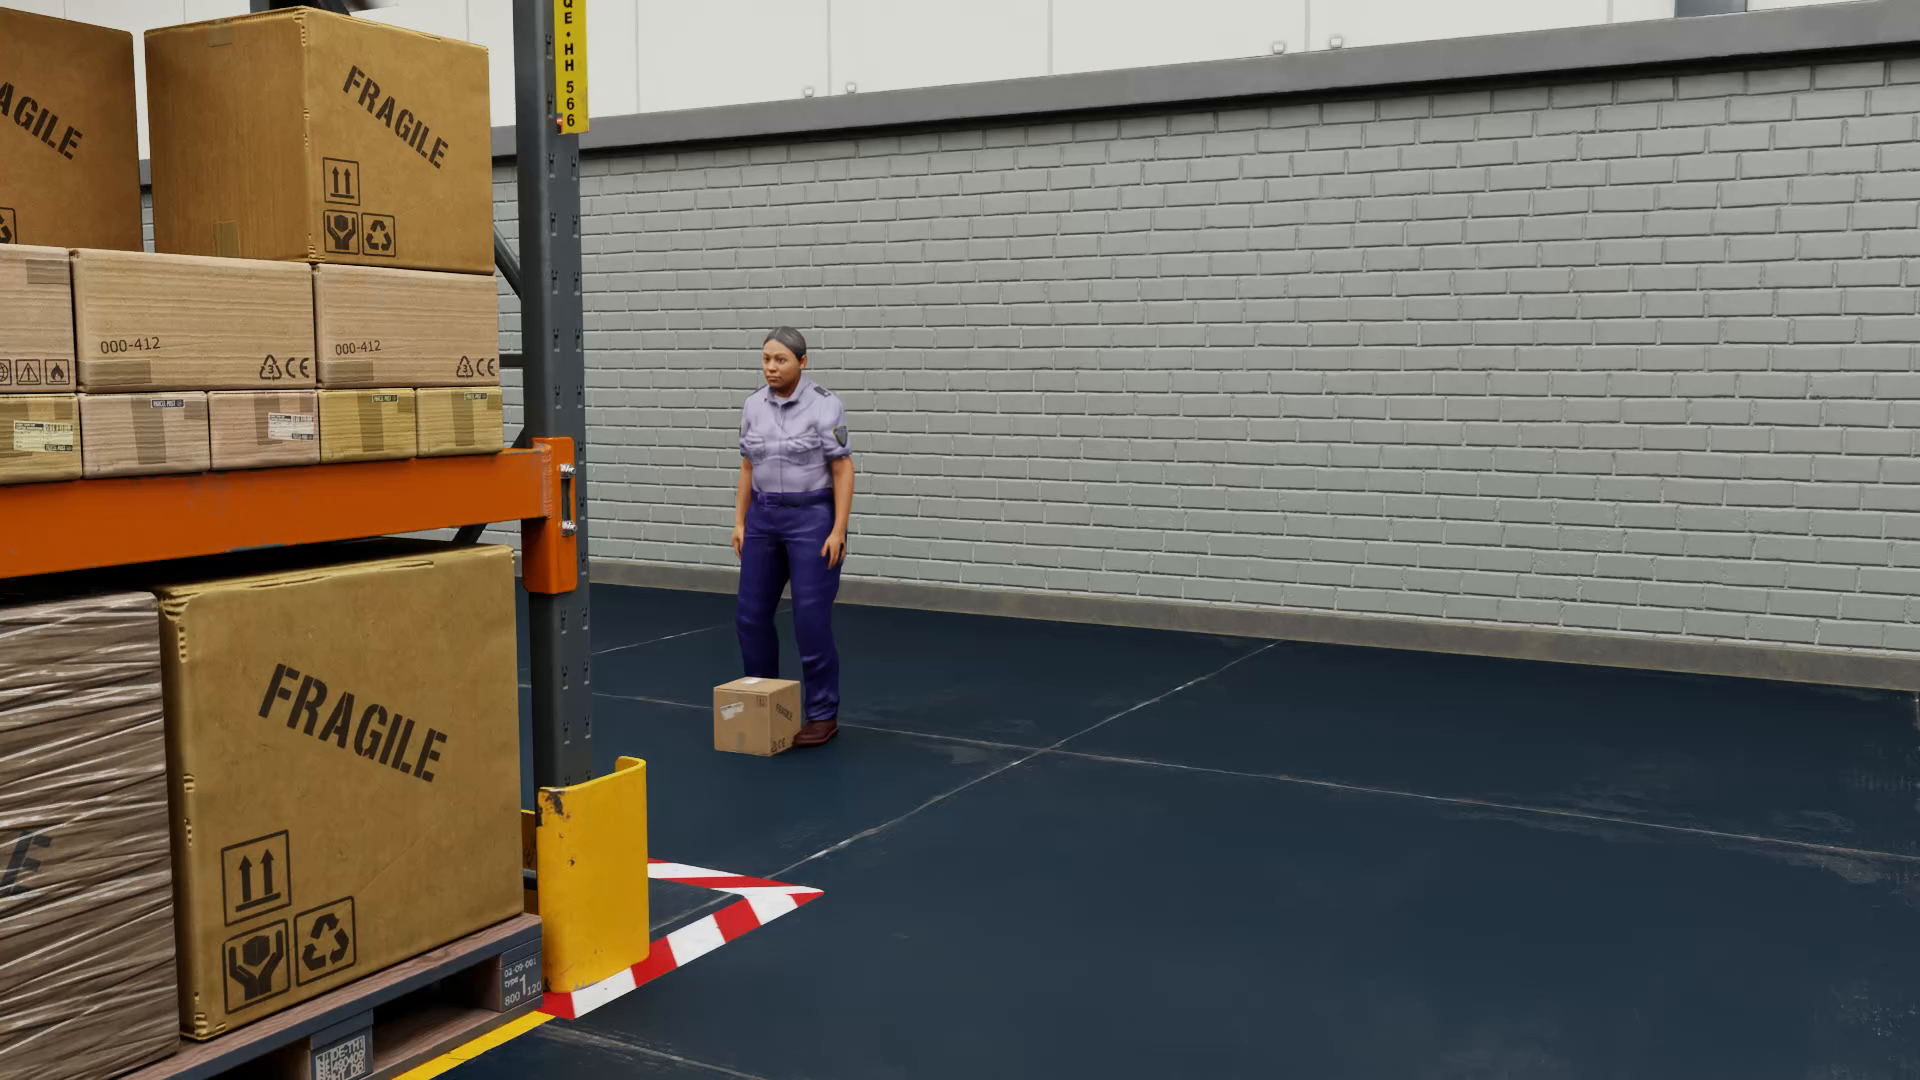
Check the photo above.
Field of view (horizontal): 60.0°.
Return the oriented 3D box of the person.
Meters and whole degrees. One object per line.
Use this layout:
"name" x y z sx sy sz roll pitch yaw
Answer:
"person" -0.685 -0.027 6.666 0.546 1.650 0.372 3 7 26
